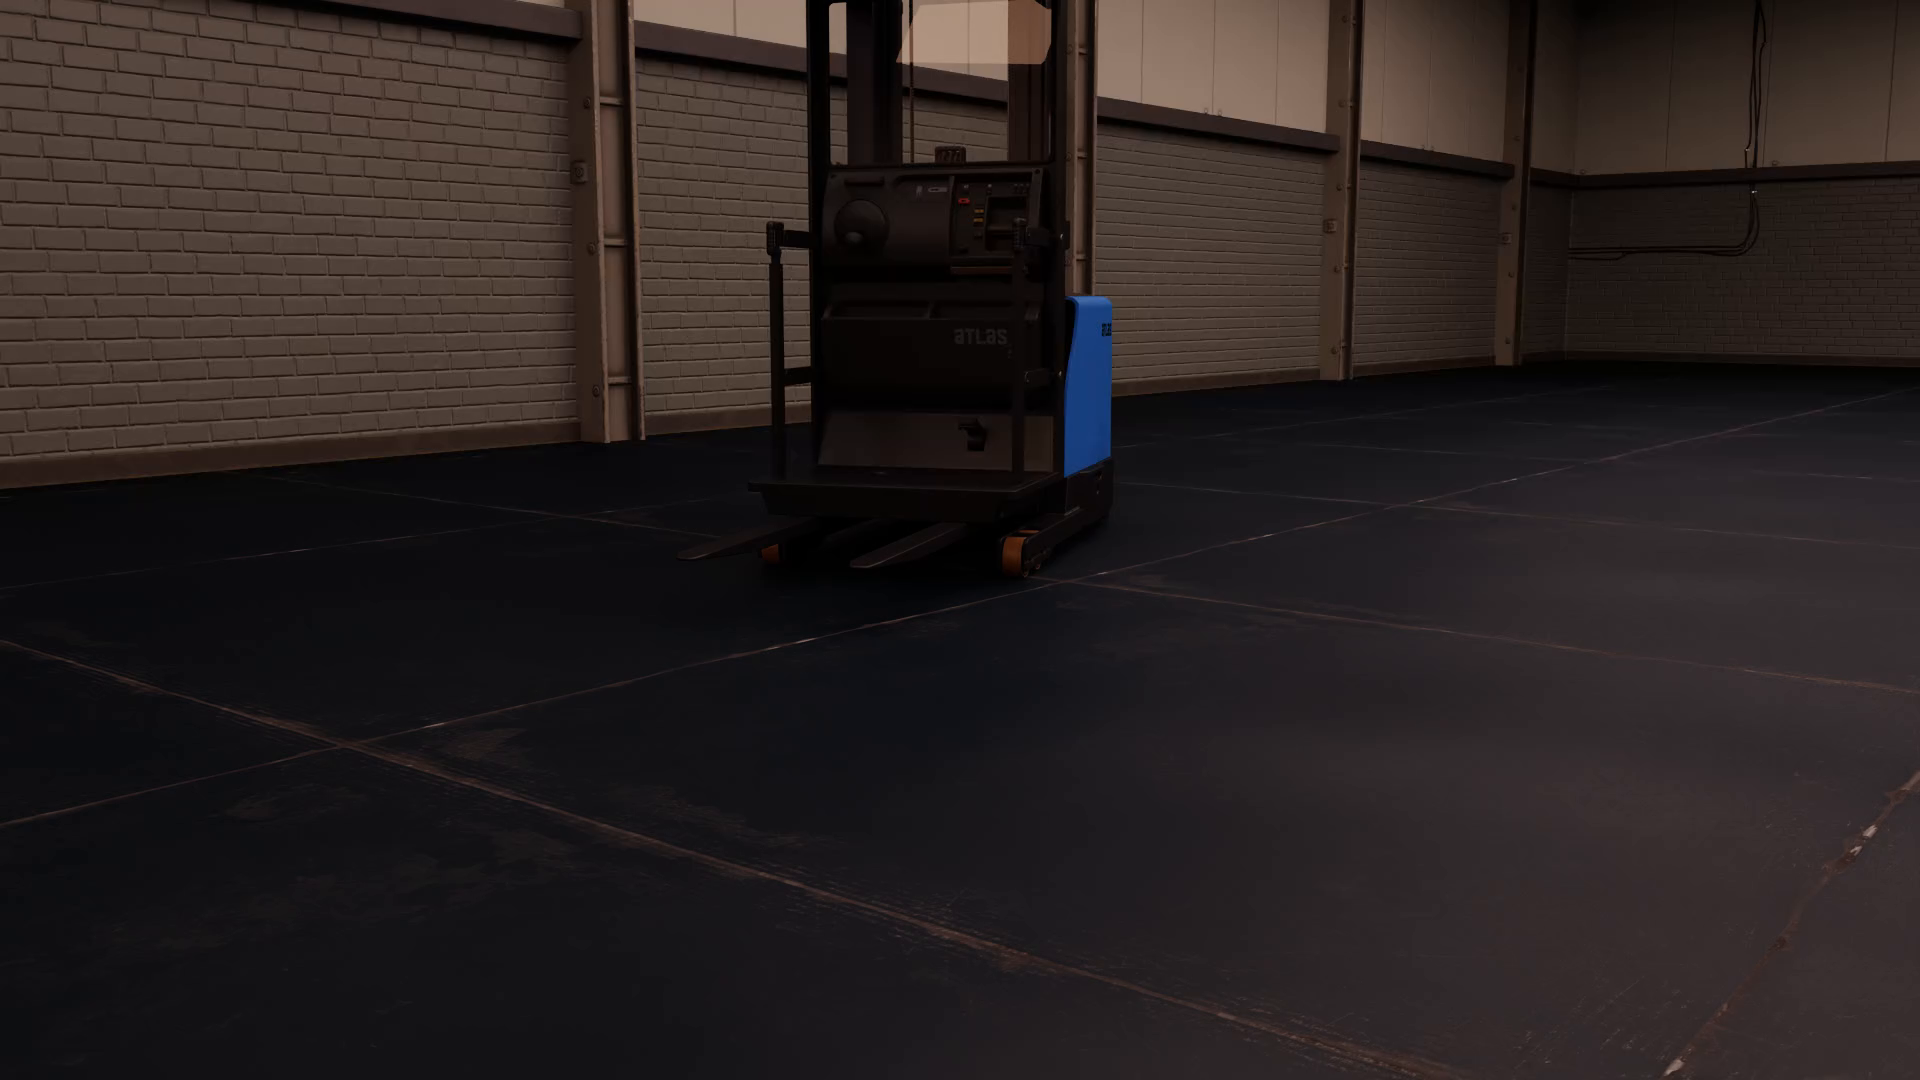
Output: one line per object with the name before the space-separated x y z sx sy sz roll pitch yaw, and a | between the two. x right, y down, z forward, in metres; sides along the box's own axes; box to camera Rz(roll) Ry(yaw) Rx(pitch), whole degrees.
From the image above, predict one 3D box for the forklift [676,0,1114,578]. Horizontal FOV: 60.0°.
forklift | -0.176 -1.366 6.616 1.130 2.935 3.031 3 9 17
